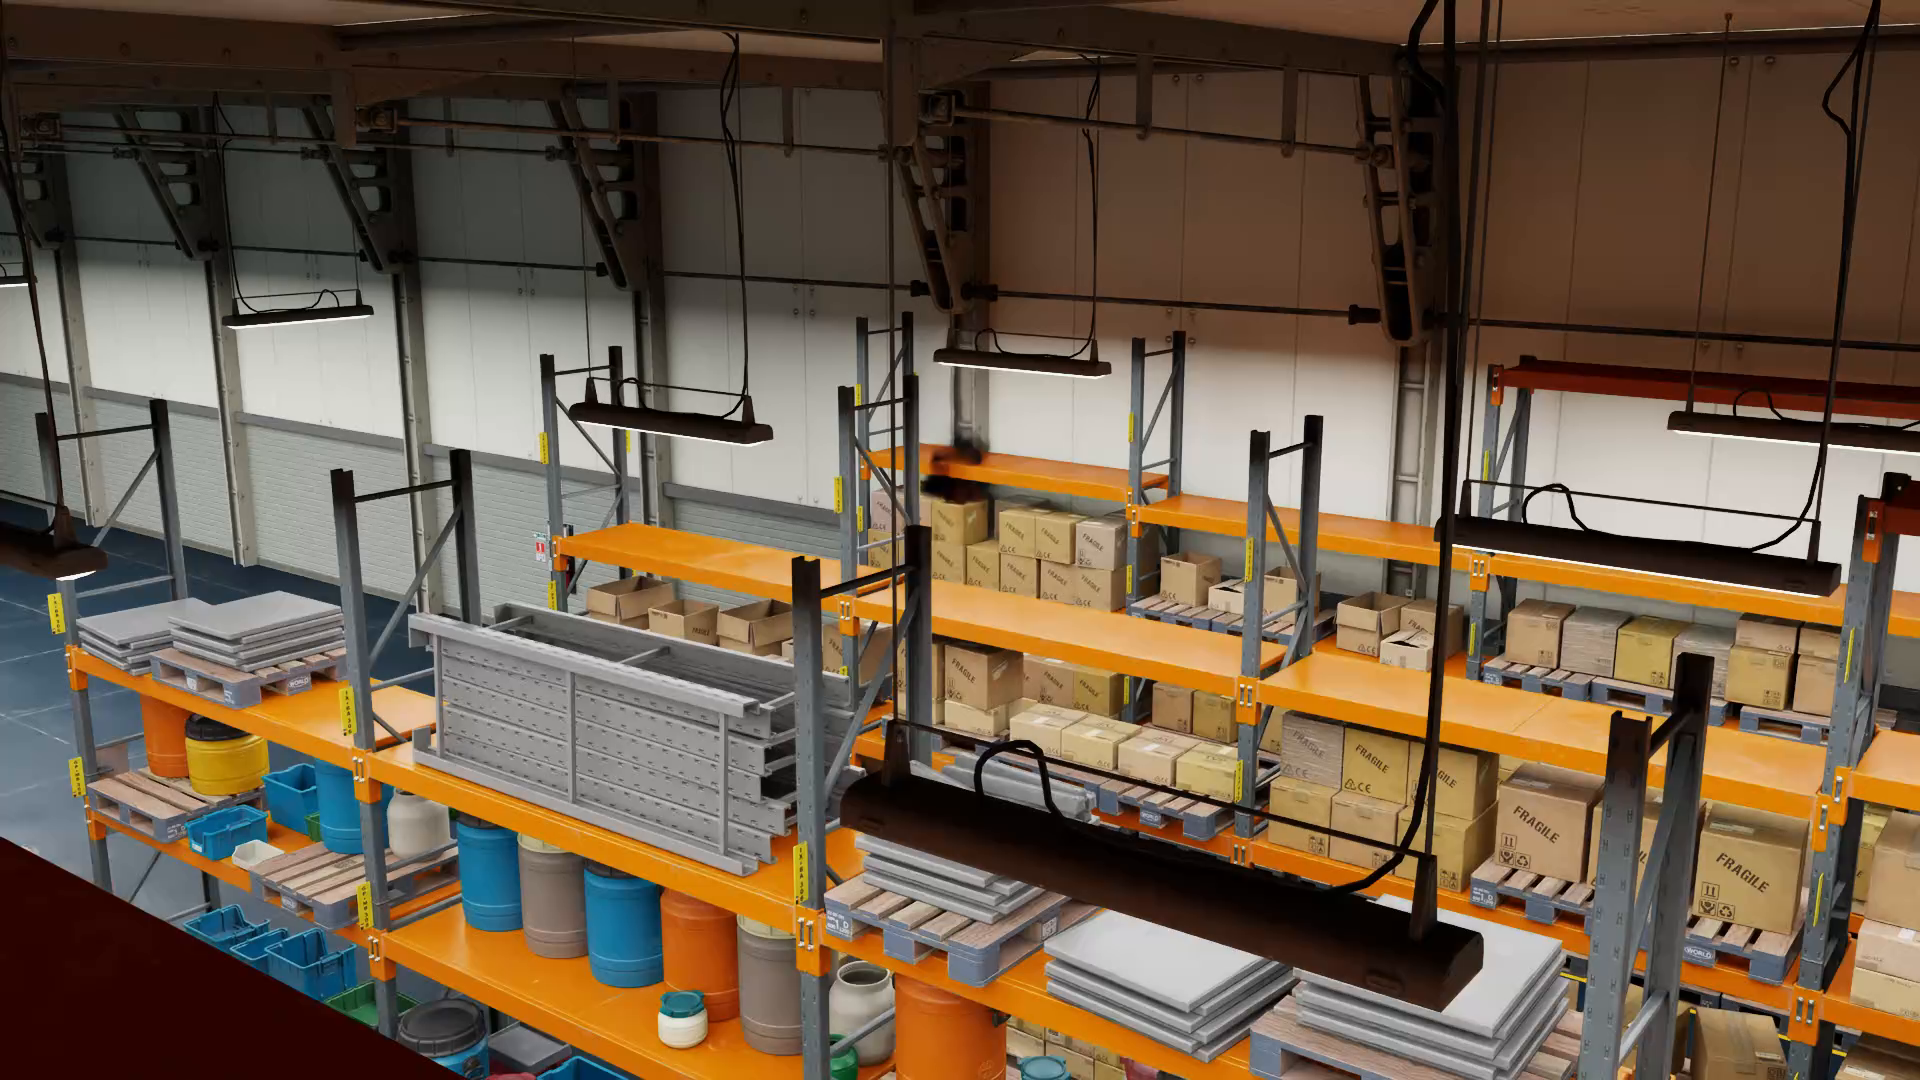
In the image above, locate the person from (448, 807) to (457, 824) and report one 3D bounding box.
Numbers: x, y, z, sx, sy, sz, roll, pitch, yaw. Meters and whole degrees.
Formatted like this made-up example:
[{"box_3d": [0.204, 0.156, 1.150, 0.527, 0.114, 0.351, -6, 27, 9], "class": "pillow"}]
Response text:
[{"box_3d": [-5.627, 2.831, 19.141, 0.648, 1.720, 0.705, -8, 15, -31], "class": "person"}]
